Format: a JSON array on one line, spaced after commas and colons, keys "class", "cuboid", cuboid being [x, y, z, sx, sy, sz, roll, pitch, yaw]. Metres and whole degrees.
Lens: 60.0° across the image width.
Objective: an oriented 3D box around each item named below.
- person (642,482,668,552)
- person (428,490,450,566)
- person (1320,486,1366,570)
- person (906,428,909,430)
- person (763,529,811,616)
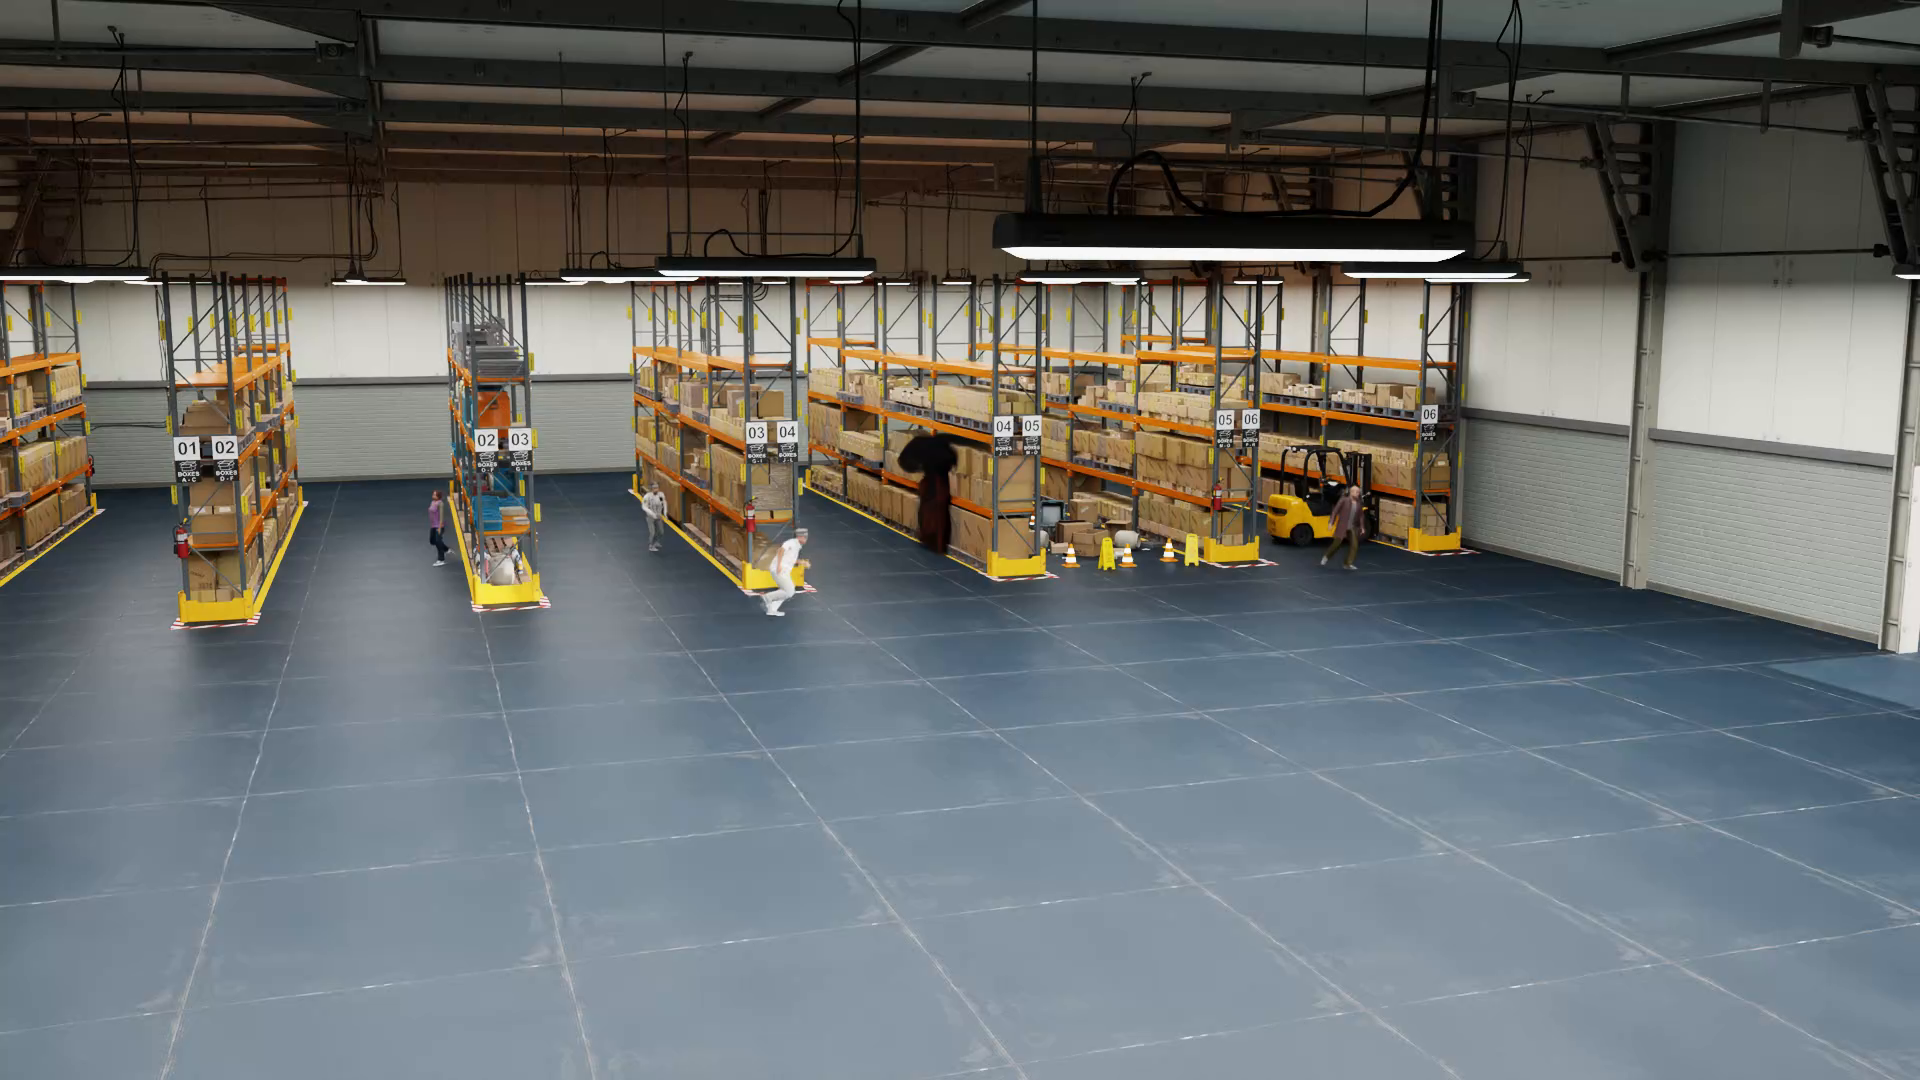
[{"class": "person", "cuboid": [-6.705, -0.527, 36.395, 0.592, 1.574, 0.732, -5, 10, -32]}, {"class": "person", "cuboid": [-10.849, -0.281, 34.704, 0.597, 1.590, 0.540, 8, 11, 41]}, {"class": "person", "cuboid": [7.868, -0.272, 34.152, 0.790, 1.718, 0.823, -3, 9, -21]}, {"class": "person", "cuboid": [-1.309, -2.323, 47.656, 0.662, 1.743, 0.836, -8, 11, -41]}, {"class": "person", "cuboid": [-3.045, 0.581, 29.137, 0.840, 1.560, 0.694, 0, 9, 2]}]
